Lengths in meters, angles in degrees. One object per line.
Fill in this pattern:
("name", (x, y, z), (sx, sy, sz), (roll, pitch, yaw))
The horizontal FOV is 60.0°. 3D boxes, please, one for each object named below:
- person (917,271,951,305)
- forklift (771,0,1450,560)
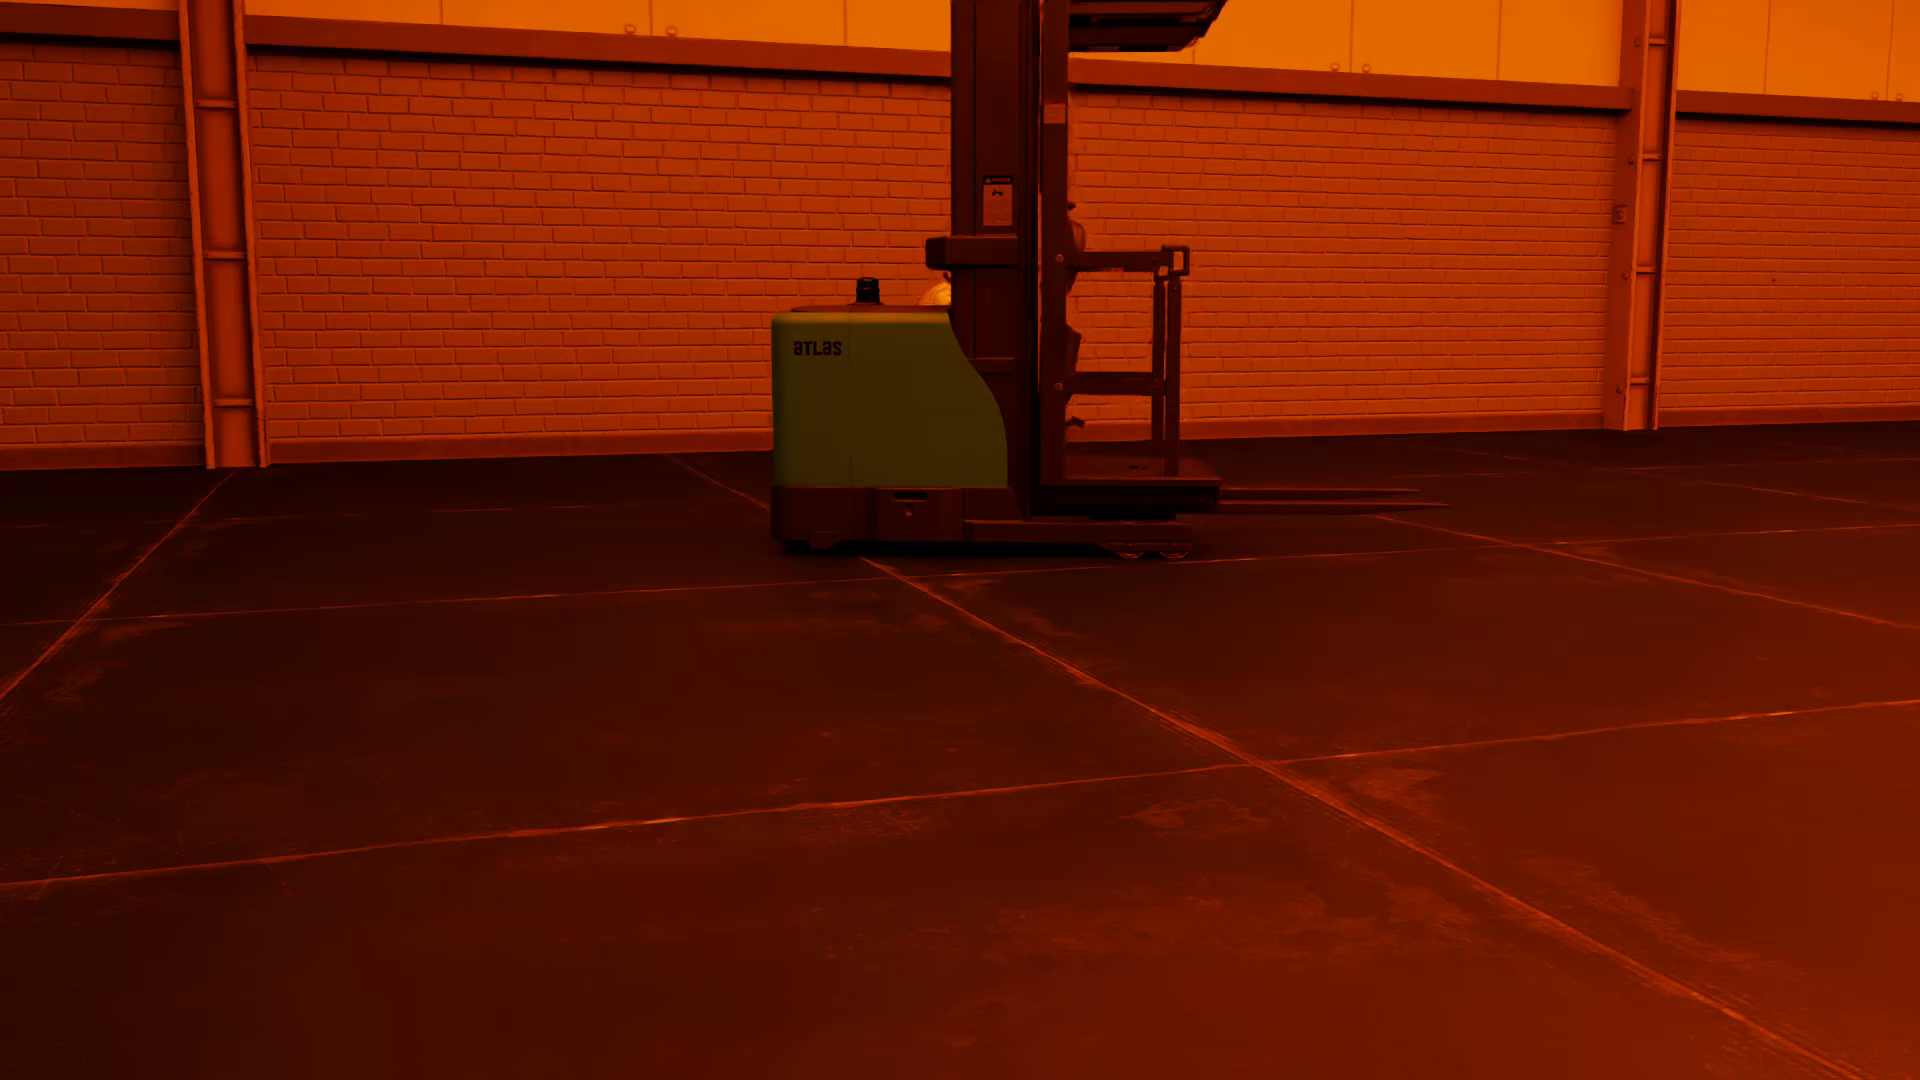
("person", (0.100, -0.929, 9.534), (0.836, 1.437, 1.062), (7, 11, 43))
("forklift", (0.688, -1.440, 7.638), (3.031, 2.935, 1.130), (0, 8, 3))
